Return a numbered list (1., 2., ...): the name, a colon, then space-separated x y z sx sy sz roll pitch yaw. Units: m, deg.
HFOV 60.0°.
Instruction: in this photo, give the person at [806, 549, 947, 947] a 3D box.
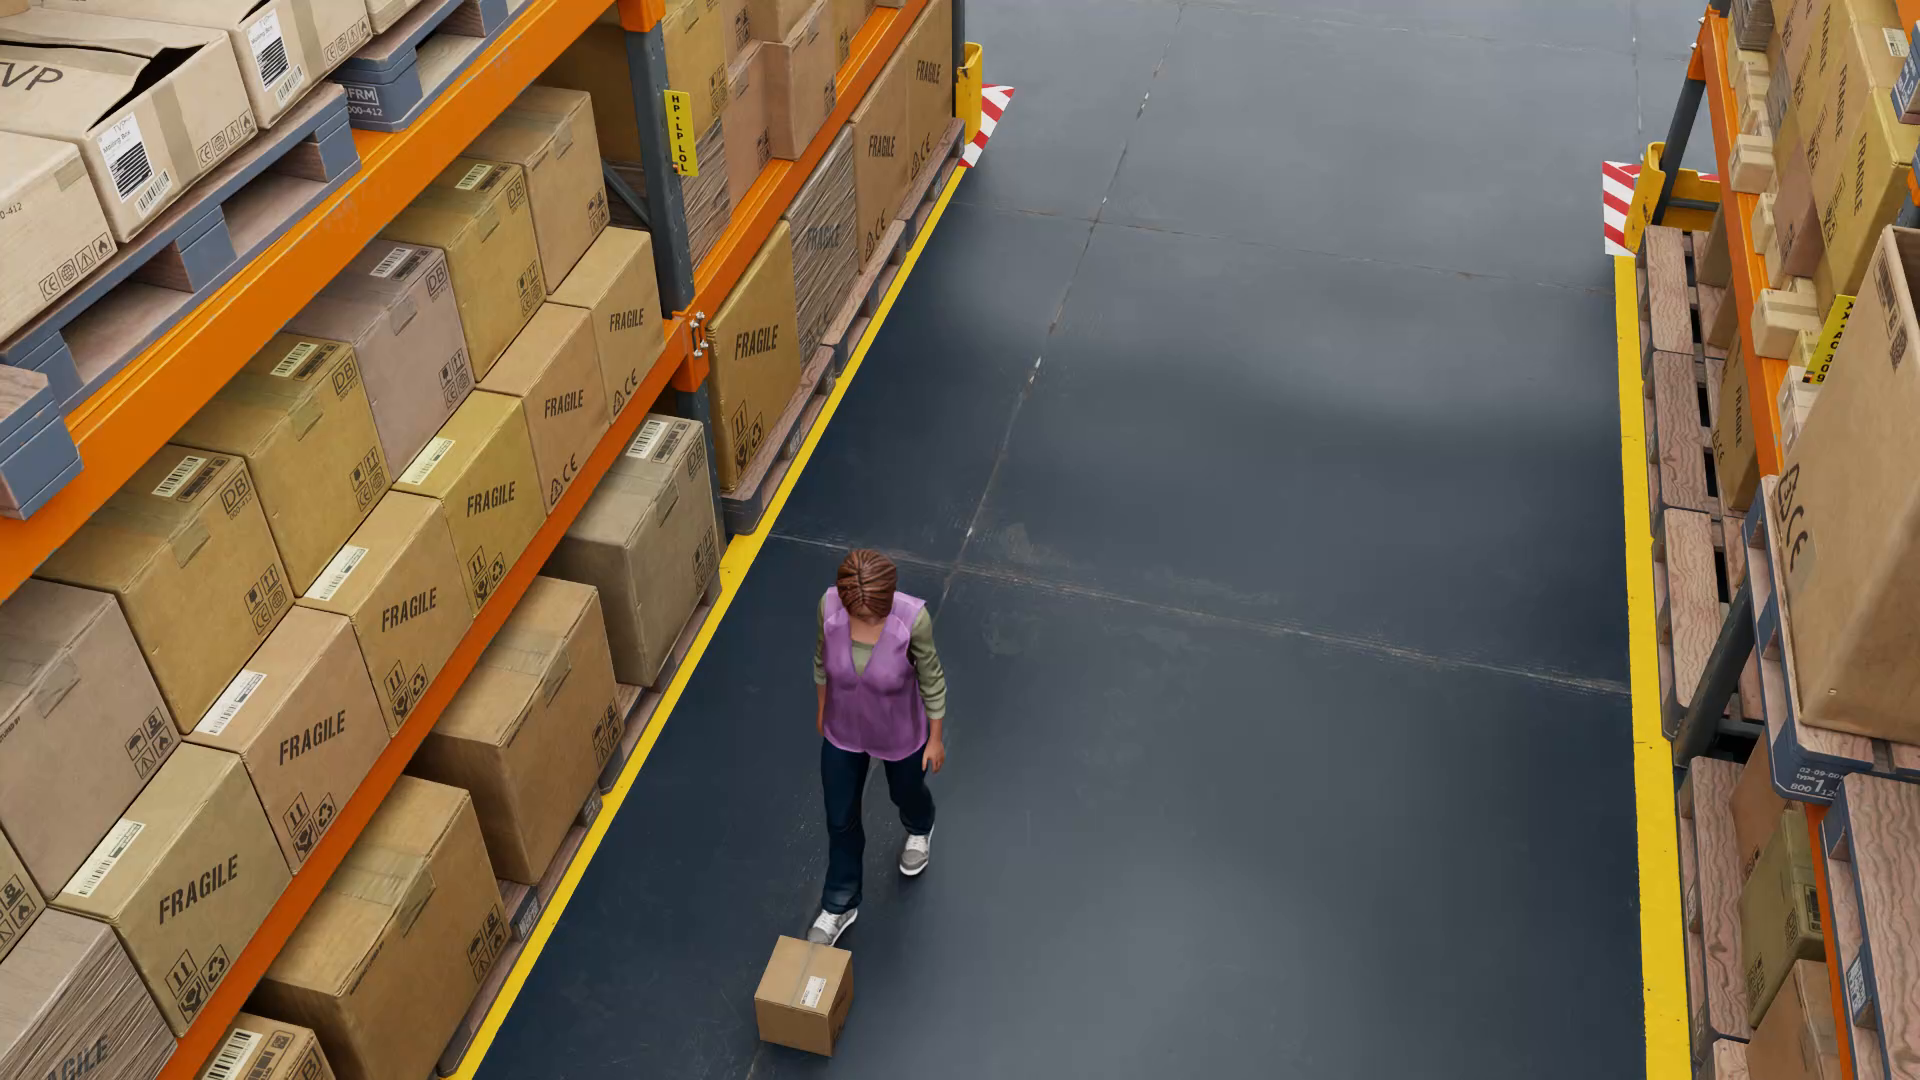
1. person: -0.284 0.661 5.405 0.458 1.565 0.701 9 42 10
